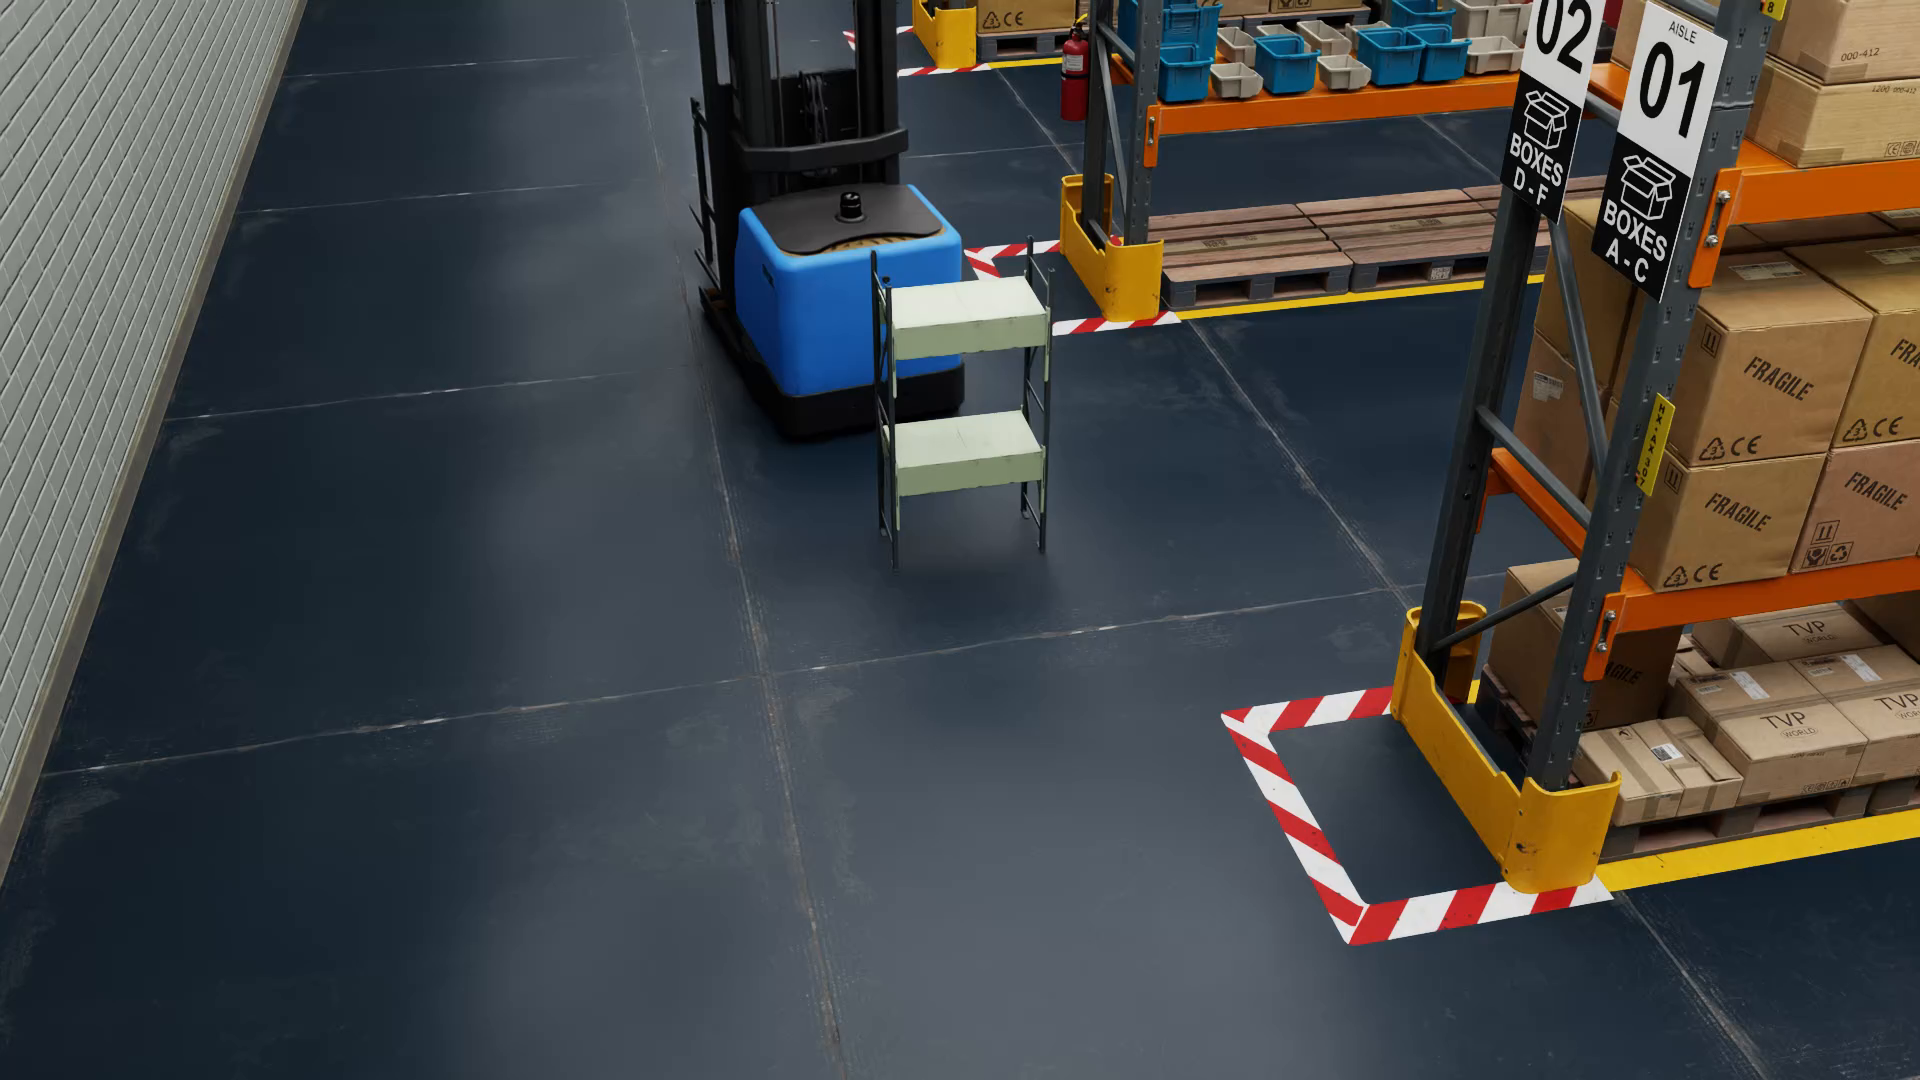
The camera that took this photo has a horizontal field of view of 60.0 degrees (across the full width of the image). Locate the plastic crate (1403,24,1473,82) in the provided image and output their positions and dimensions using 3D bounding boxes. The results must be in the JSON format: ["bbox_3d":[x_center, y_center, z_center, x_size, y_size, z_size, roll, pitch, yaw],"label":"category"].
[{"bbox_3d":[2.861,-2.932,10.024,0.300,0.233,0.416,-7,35,-11],"label":"plastic crate"}]

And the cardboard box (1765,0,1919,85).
[{"bbox_3d":[2.618,-1.546,4.857,0.500,0.250,0.500,-7,35,-11],"label":"cardboard box"}]

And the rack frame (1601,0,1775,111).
[{"bbox_3d":[2.059,-2.725,4.235,0.127,3.000,1.000,-7,35,-11],"label":"rack frame"}]

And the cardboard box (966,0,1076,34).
[{"bbox_3d":[0.484,-5.033,14.588,0.875,0.875,0.875,-7,35,-11],"label":"cardboard box"}]

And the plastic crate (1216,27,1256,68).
[{"bbox_3d":[1.726,-3.041,10.272,0.243,0.136,0.396,-7,35,-11],"label":"plastic crate"}]

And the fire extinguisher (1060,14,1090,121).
[{"bbox_3d":[0.723,-2.968,10.385,0.183,0.674,0.296,-7,35,-11],"label":"fire extinguisher"}]

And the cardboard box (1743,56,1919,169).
[{"bbox_3d":[2.617,-1.342,5.001,0.500,0.250,0.500,-7,35,-11],"label":"cardboard box"}]

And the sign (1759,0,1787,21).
[{"bbox_3d":[2.179,-1.548,4.388,0.005,0.325,0.100,-7,35,-11],"label":"sign"}]

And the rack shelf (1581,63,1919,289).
[{"bbox_3d":[4.010,-1.427,5.638,4.000,0.370,1.077,-7,35,-11],"label":"rack shelf"}]

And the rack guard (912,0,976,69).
[{"bbox_3d":[-0.146,-4.578,14.623,0.348,0.500,1.175,-7,35,-11],"label":"rack guard"}]

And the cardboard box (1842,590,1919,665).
[{"bbox_3d":[4.129,0.362,6.864,0.637,0.503,0.797,-7,35,-11],"label":"cardboard box"}]

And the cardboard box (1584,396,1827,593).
[{"bbox_3d":[2.550,-0.187,5.747,0.500,0.500,0.500,-6,34,-10],"label":"cardboard box"}]

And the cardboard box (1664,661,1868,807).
[{"bbox_3d":[3.140,0.751,6.512,0.500,0.250,0.500,-7,35,-11],"label":"cardboard box"}]

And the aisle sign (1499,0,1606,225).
[{"bbox_3d":[1.925,-1.472,5.418,0.004,0.787,0.394,-7,35,-11],"label":"aisle sign"}]

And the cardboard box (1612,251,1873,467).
[{"bbox_3d":[2.550,-0.602,5.468,0.500,0.500,0.500,-6,34,-9],"label":"cardboard box"}]

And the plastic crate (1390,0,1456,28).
[{"bbox_3d":[2.917,-3.274,10.533,0.300,0.233,0.416,-7,35,-11],"label":"plastic crate"}]

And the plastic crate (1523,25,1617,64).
[{"bbox_3d":[3.839,-3.045,10.289,0.590,0.125,0.437,-7,35,-11],"label":"plastic crate"}]

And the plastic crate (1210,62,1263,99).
[{"bbox_3d":[1.615,-2.688,9.746,0.298,0.136,0.250,-7,35,-11],"label":"plastic crate"}]

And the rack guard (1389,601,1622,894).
[{"bbox_3d":[2.133,0.795,6.617,0.348,0.500,1.175,-7,35,-11],"label":"rack guard"}]

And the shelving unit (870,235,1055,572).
[{"bbox_3d":[0.007,-0.624,7.833,0.755,1.500,0.431,-7,35,-11],"label":"shelving unit"}]

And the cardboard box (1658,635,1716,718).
[{"bbox_3d":[2.950,0.558,6.874,0.250,0.166,0.380,-7,35,-11],"label":"cardboard box"}]

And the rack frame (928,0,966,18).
[{"bbox_3d":[-0.122,-5.618,13.931,0.127,3.000,1.000,-7,35,-11],"label":"rack frame"}]

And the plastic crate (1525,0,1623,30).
[{"bbox_3d":[3.946,-3.496,10.657,0.583,0.464,0.402,-7,35,-11],"label":"plastic crate"}]

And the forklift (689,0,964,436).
[{"bbox_3d":[-0.974,-2.594,9.485,1.130,2.935,3.031,-12,36,-17],"label":"forklift"}]

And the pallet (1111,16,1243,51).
[{"bbox_3d":[1.828,-4.749,15.138,1.213,0.211,1.003,-7,35,-11],"label":"pallet"}]

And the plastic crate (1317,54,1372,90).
[{"bbox_3d":[2.276,-2.771,9.870,0.298,0.136,0.250,-7,35,-11],"label":"plastic crate"}]

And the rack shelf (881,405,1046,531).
[{"bbox_3d":[0.007,-0.353,8.015,0.720,0.370,0.431,-7,35,-11],"label":"rack shelf"}]

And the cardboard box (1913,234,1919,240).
[{"bbox_3d":[3.548,-0.729,5.658,0.500,0.500,0.500,-7,34,-10],"label":"cardboard box"}]

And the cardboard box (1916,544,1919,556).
[{"bbox_3d":[3.543,-0.313,5.935,0.500,0.500,0.500,-7,35,-11],"label":"cardboard box"}]

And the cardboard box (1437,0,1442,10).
[{"bbox_3d":[4.399,-5.492,15.272,0.875,0.875,1.225,-7,35,-10],"label":"cardboard box"}]

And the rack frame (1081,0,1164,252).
[{"bbox_3d":[0.970,-2.927,9.919,0.127,3.000,1.000,-7,35,-11],"label":"rack frame"}]

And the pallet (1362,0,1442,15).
[{"bbox_3d":[4.515,-5.088,15.643,1.213,0.211,1.003,-7,35,-11],"label":"pallet"}]

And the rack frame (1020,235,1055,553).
[{"bbox_3d":[0.364,-0.669,7.900,0.023,1.500,0.400,-7,35,-11],"label":"rack frame"}]

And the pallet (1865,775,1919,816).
[{"bbox_3d":[4.098,0.668,7.065,1.213,0.211,1.003,-7,35,-11],"label":"pallet"}]

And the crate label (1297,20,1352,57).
[{"bbox_3d":[2.278,-3.116,10.384,0.243,0.136,0.396,-7,35,-11],"label":"crate label"}]

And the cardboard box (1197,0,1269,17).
[{"bbox_3d":[2.240,-5.254,14.917,0.875,0.875,0.875,-7,35,-11],"label":"cardboard box"}]

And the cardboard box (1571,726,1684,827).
[{"bbox_3d":[2.544,0.902,6.377,0.250,0.149,0.380,-7,35,-11],"label":"cardboard box"}]

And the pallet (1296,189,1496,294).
[{"bbox_3d":[2.971,-1.997,11.036,1.213,0.211,1.003,-7,35,-11],"label":"pallet"}]

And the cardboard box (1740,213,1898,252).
[{"bbox_3d":[2.925,-0.957,5.998,0.500,0.500,0.500,-6,34,-9],"label":"cardboard box"}]
